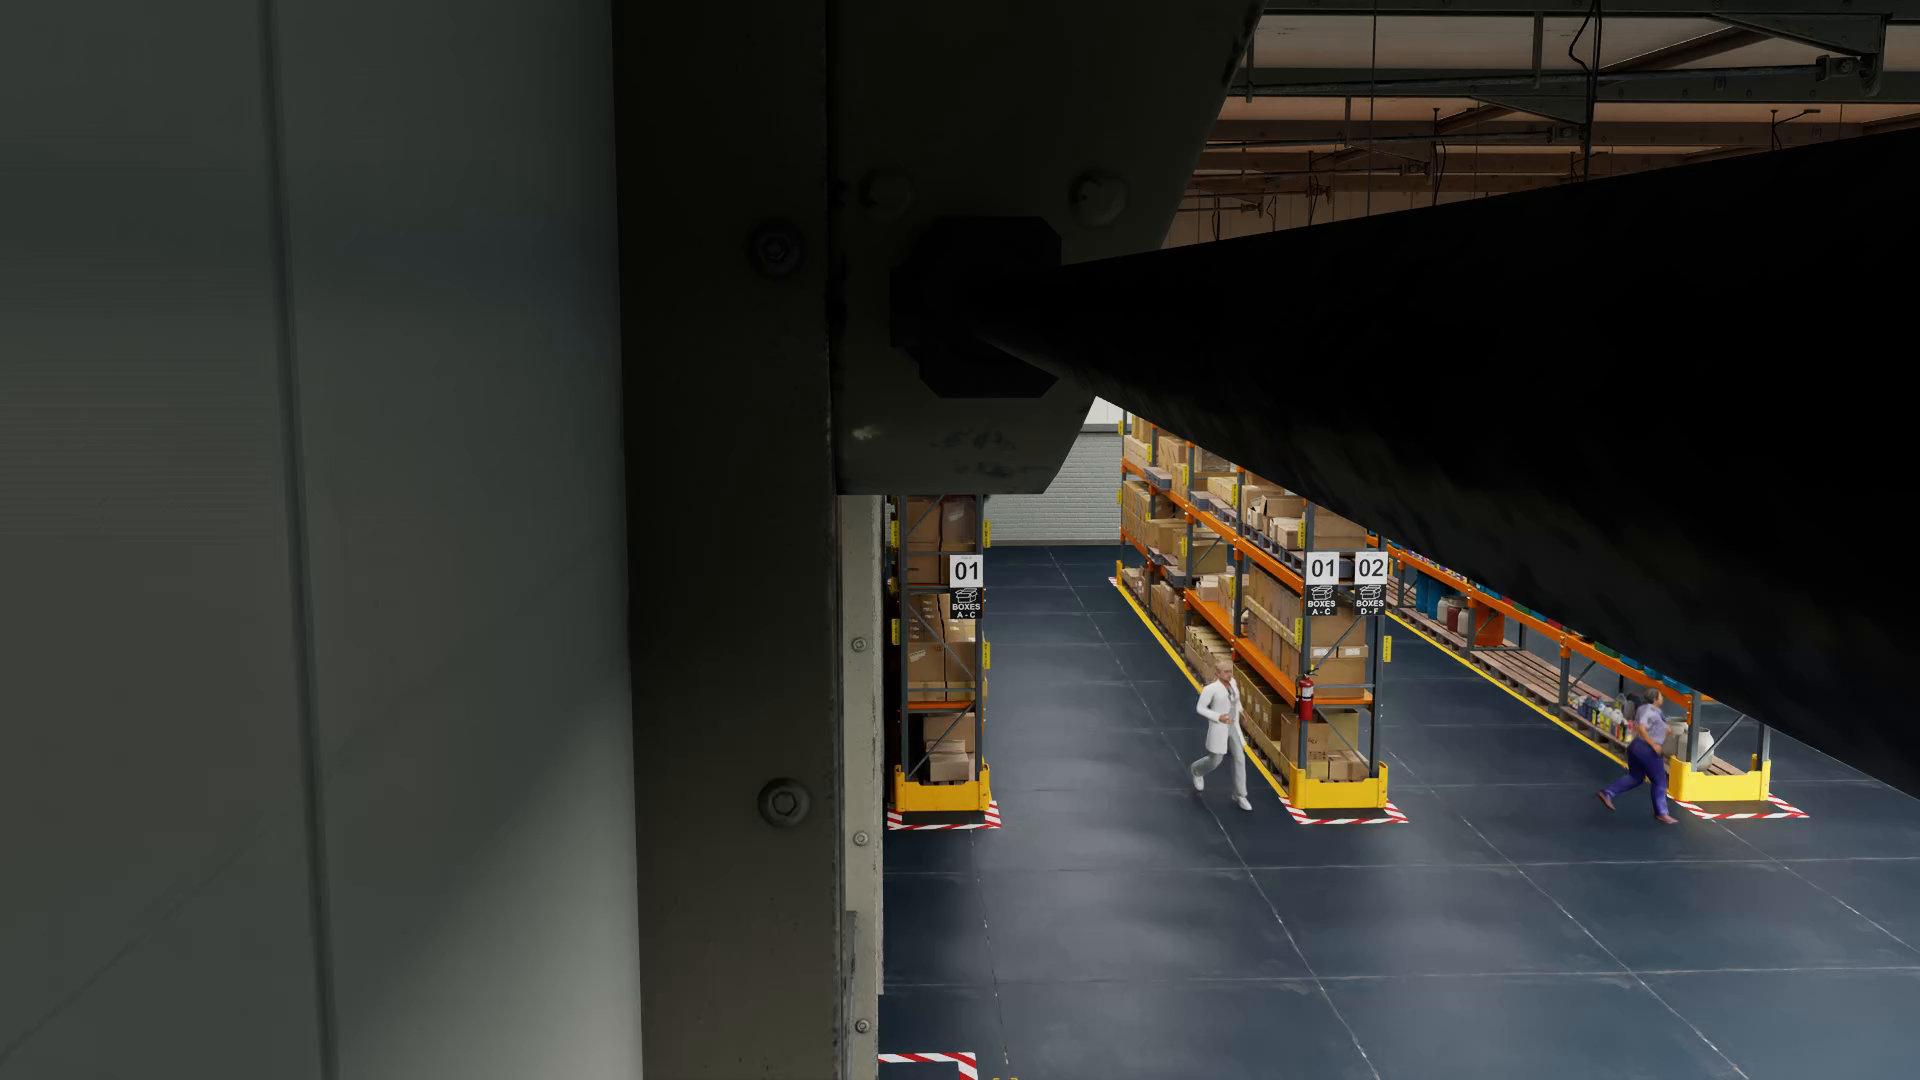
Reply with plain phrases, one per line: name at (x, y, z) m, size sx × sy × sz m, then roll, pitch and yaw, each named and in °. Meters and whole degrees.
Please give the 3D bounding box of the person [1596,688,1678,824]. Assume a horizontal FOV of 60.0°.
person at (8.215, 2.590, 20.012) m, size 0.910 × 1.661 × 0.620 m, roll 1°, pitch 8°, yaw 4°

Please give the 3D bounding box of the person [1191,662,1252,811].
person at (3.268, 2.397, 20.776) m, size 0.760 × 1.796 × 1.056 m, roll -6°, pitch 10°, yaw -33°
